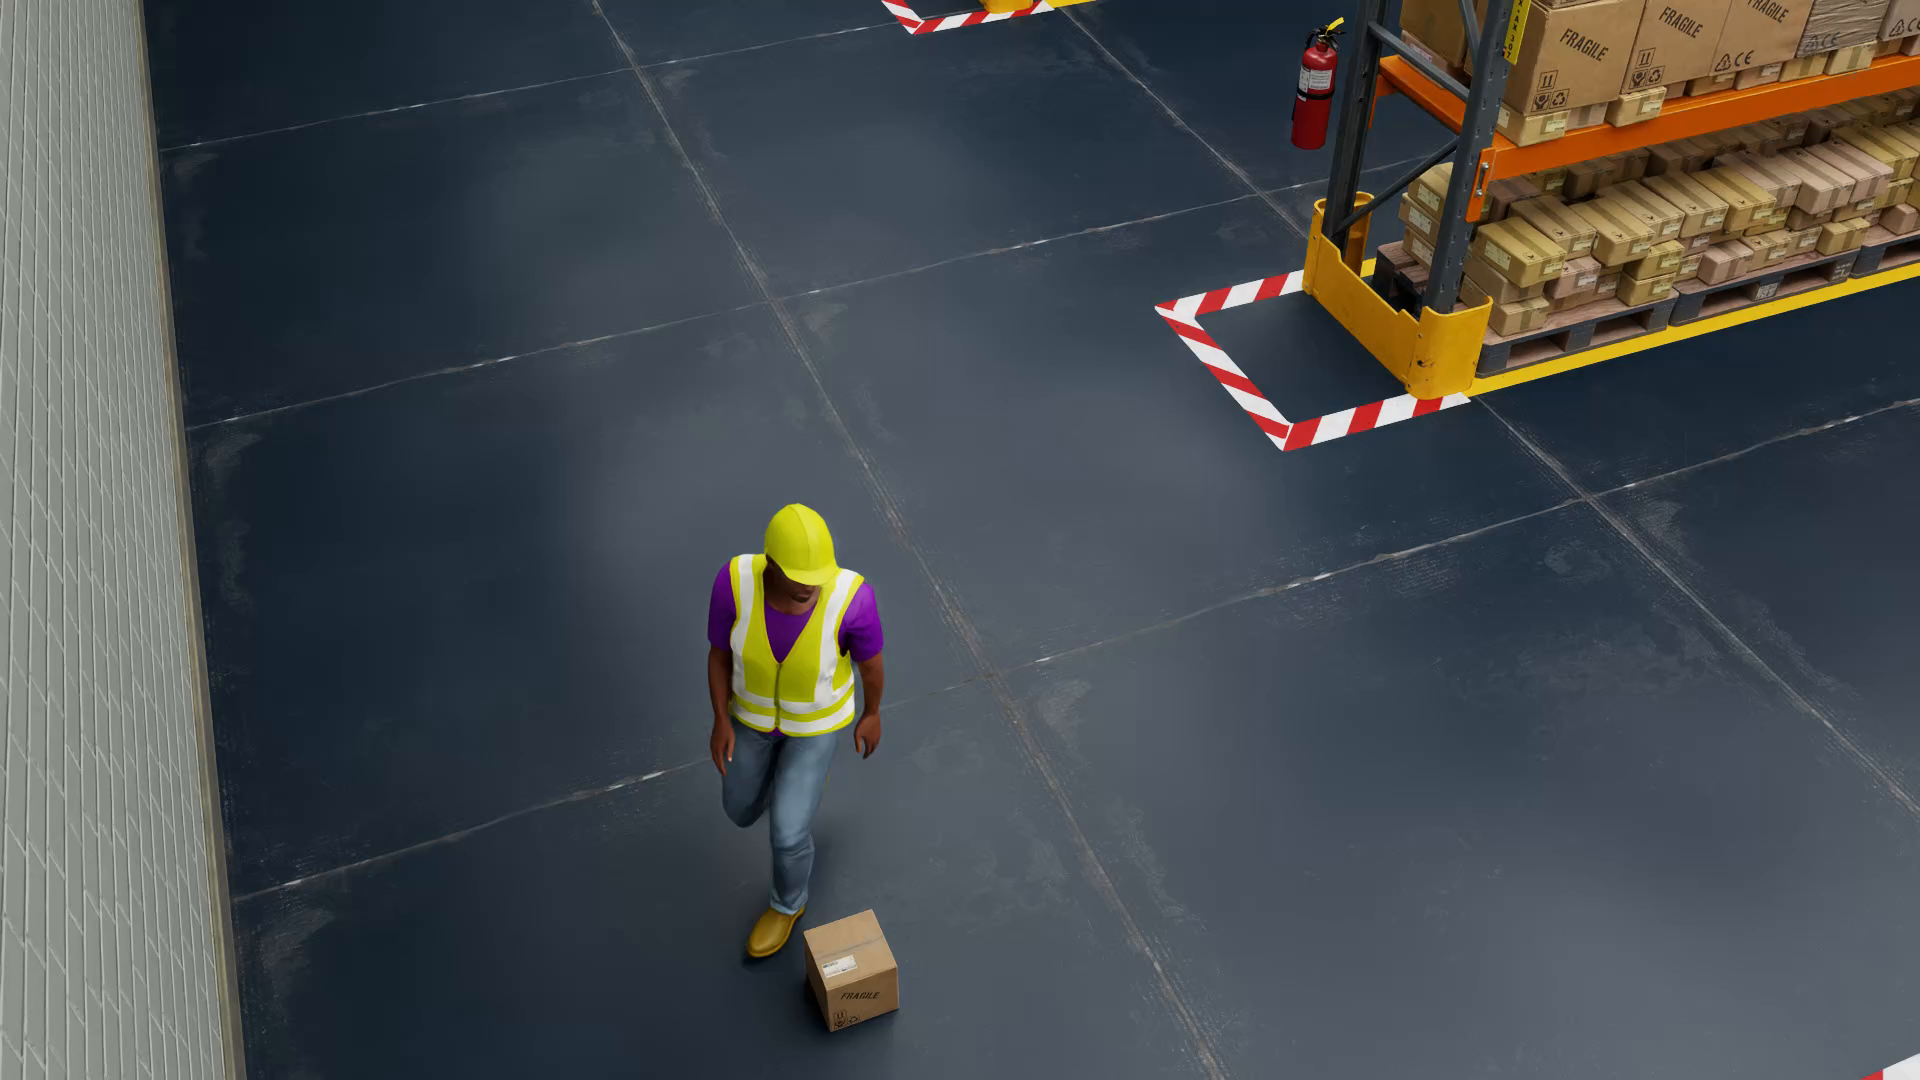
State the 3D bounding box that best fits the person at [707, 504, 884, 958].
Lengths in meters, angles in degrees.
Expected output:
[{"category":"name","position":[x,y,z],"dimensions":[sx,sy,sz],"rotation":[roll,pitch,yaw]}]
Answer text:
[{"category":"person","position":[-0.567,0.600,5.532],"dimensions":[0.561,1.675,0.801],"rotation":[9,42,10]}]
